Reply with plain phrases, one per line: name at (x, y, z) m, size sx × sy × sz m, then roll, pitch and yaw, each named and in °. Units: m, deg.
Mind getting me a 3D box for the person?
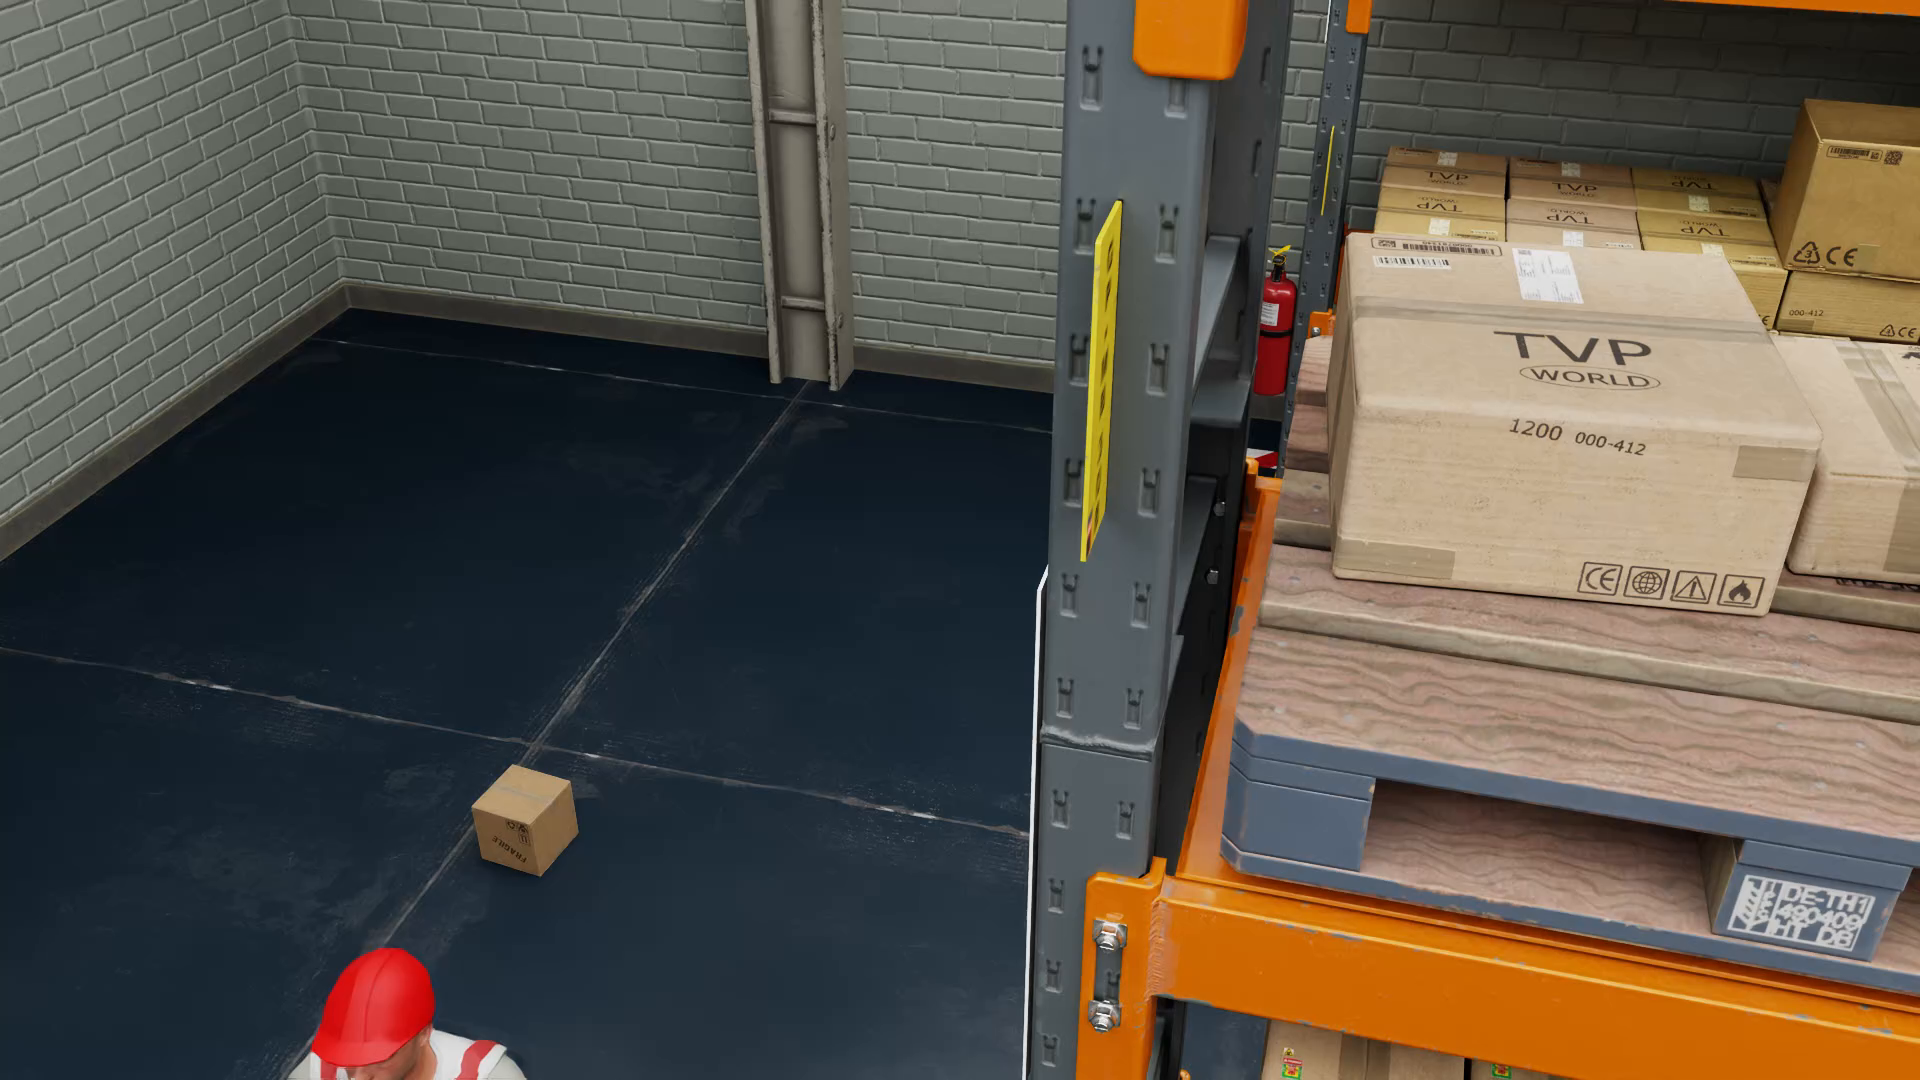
person at (-1.162, 1.545, 3.683) m, size 0.568 × 1.757 × 0.940 m, roll 5°, pitch 33°, yaw 8°
